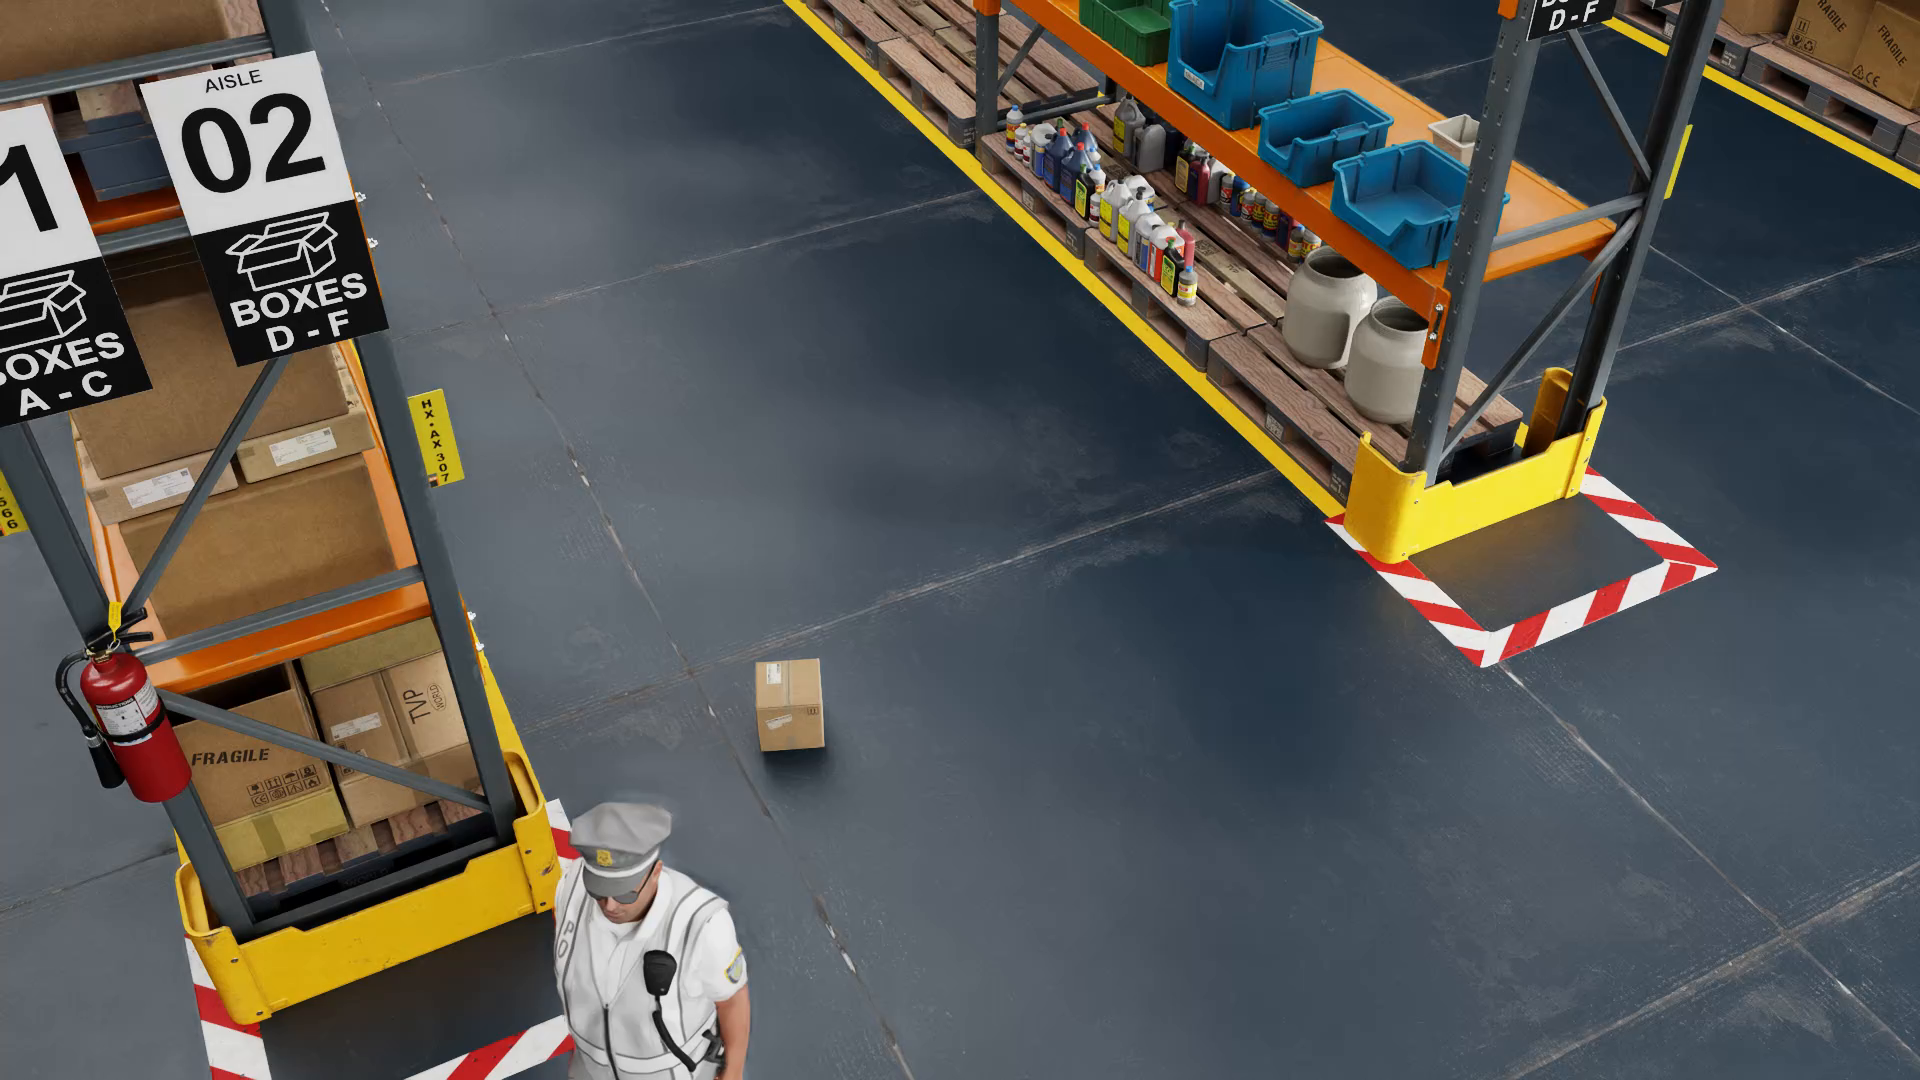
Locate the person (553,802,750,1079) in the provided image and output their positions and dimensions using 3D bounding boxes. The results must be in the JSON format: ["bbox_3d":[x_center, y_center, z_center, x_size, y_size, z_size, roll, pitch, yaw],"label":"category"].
[{"bbox_3d":[-0.848,1.403,4.524,0.577,1.819,0.464,11,42,12],"label":"person"}]
